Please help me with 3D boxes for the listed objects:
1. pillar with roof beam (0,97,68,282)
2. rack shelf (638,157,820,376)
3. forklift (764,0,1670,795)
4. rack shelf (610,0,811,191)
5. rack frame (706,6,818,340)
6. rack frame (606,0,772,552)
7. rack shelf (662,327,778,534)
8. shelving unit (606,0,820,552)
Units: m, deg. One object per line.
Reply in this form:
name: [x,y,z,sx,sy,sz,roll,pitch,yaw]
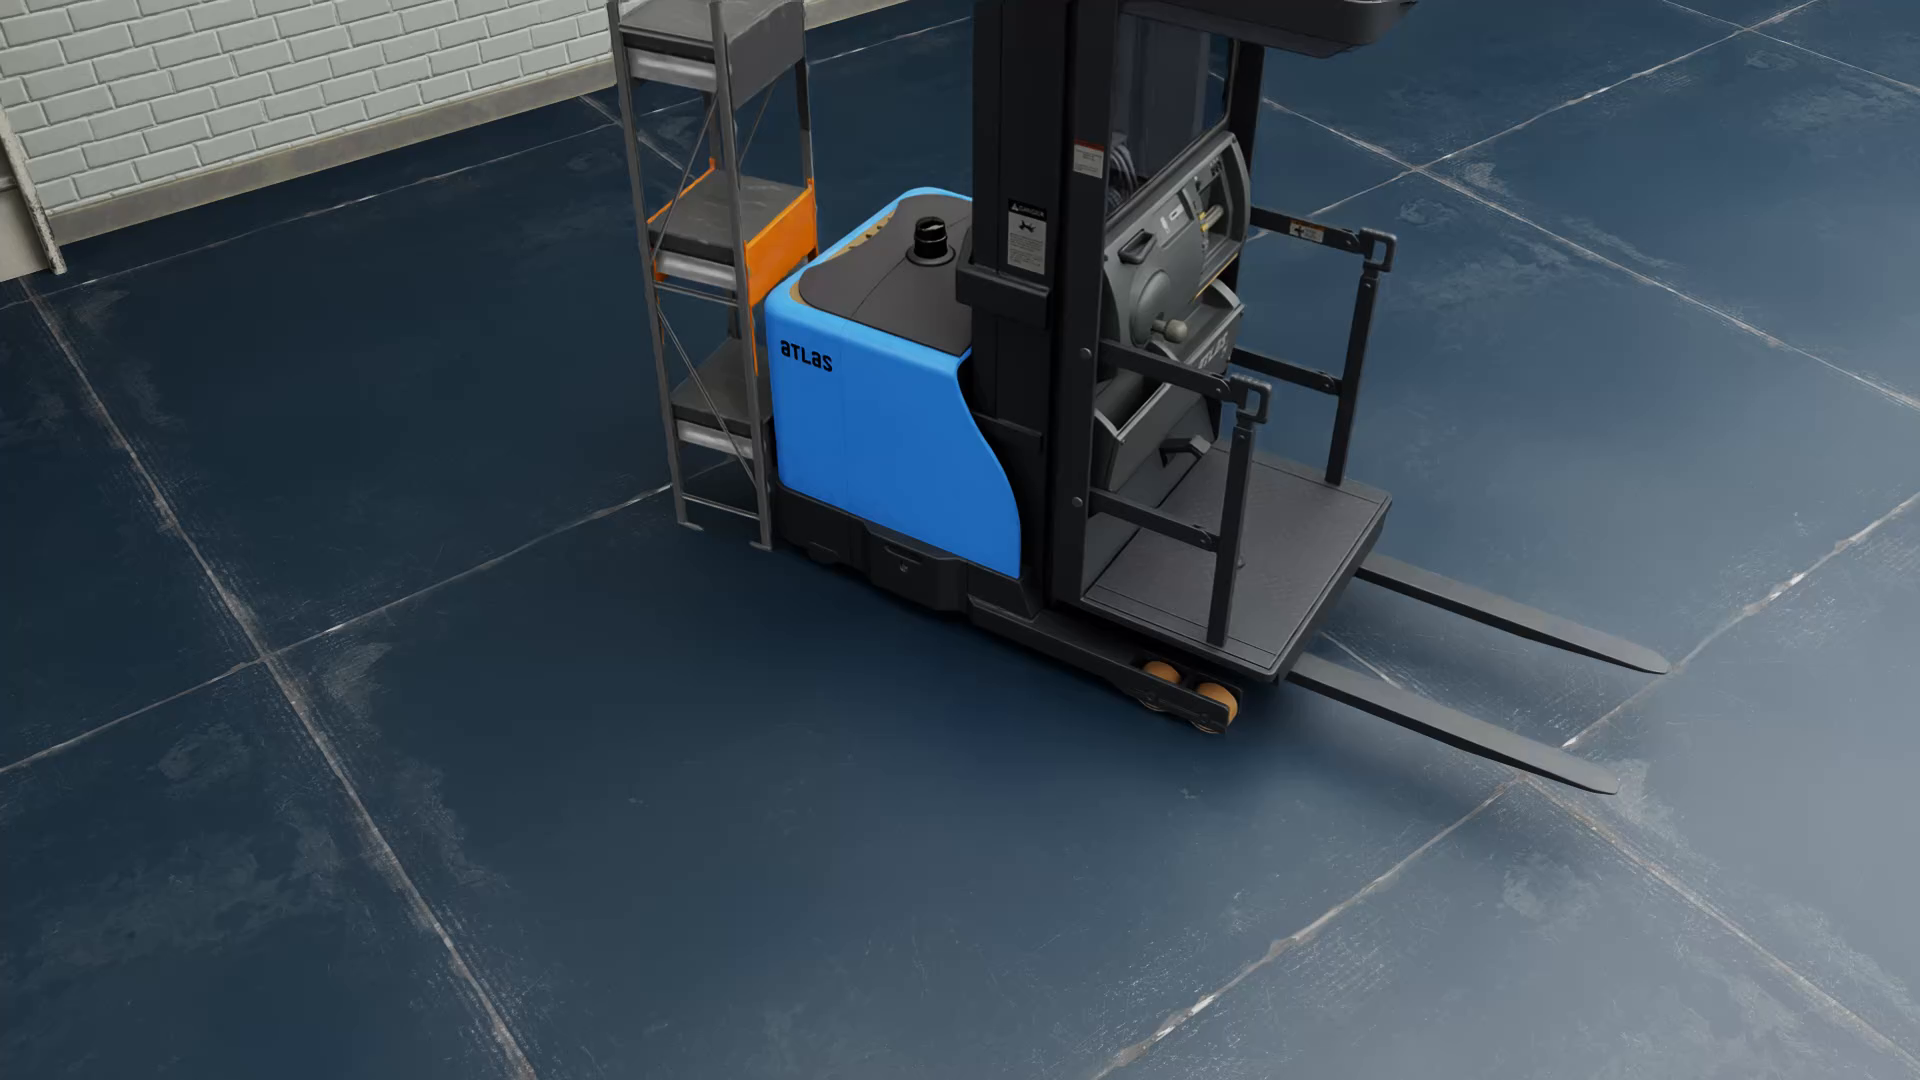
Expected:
pillar with roof beam: [-1.803,-2.572,2.291,0.400,9.000,9.100,-26,46,-28]
rack shelf: [-0.788,-0.955,5.780,0.431,0.518,0.480,16,42,18]
forklift: [0.849,-0.884,5.017,3.031,2.935,1.130,21,44,24]
rack shelf: [-0.788,-1.496,5.336,0.431,0.518,0.480,16,42,18]
rack frame: [-0.689,-1.107,5.944,0.400,2.100,0.015,16,42,18]
rack frame: [-0.886,-0.824,5.599,0.400,2.100,0.015,16,42,18]
rack shelf: [-0.788,-0.414,6.224,0.431,0.518,0.480,16,42,18]
shelving unit: [-0.788,-0.965,5.771,0.431,2.100,0.503,16,42,18]
